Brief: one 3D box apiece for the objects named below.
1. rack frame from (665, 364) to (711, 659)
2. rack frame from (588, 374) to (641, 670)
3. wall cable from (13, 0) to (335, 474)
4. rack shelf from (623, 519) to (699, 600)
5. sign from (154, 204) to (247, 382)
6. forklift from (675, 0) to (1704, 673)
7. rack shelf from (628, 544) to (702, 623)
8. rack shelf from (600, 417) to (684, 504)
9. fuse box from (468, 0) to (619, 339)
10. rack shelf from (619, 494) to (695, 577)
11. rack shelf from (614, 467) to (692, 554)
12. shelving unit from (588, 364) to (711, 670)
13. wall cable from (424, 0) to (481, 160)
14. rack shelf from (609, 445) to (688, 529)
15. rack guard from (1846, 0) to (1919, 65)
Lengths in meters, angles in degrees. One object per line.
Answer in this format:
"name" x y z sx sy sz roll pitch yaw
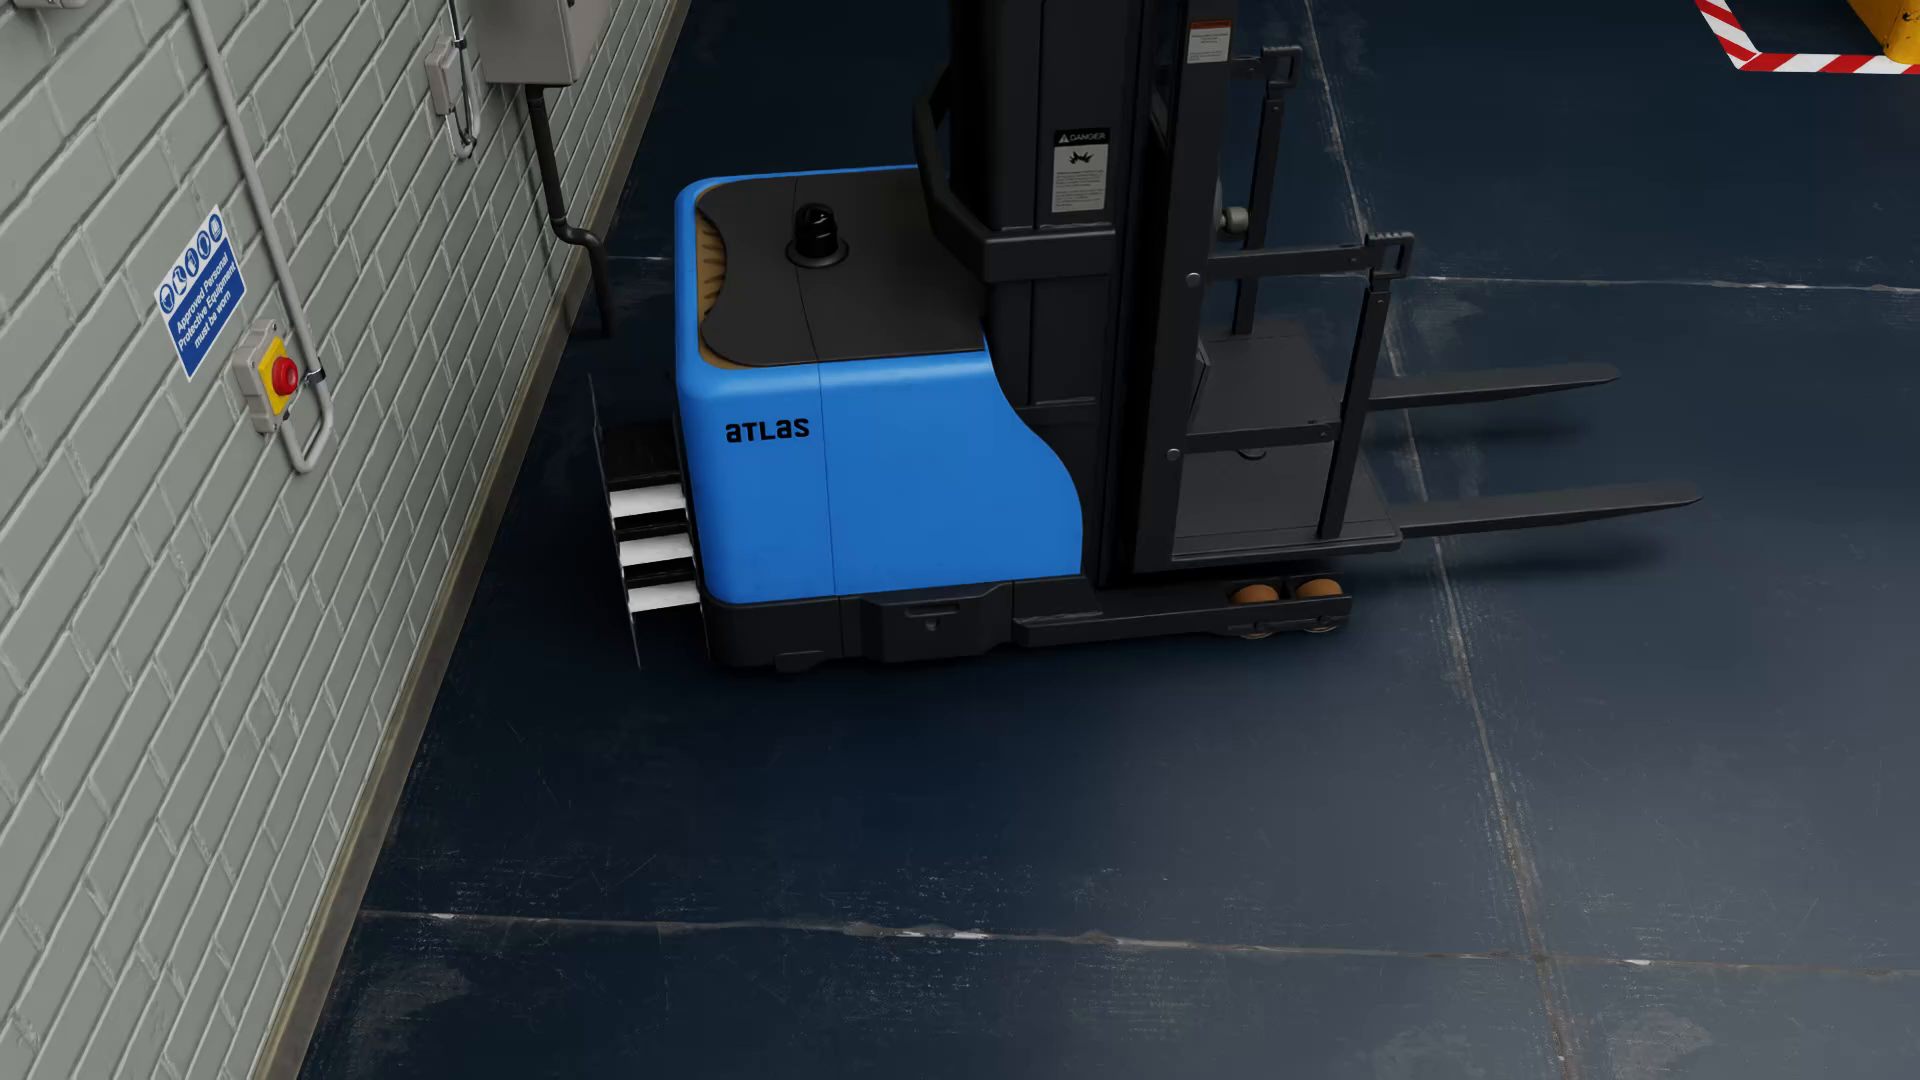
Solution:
"rack frame" -0.758 -0.060 4.654 0.006 0.900 0.240 -8 44 -9
"rack frame" -0.957 -0.031 4.623 0.006 0.900 0.240 -8 44 -9
"wall cable" -1.482 -0.822 3.163 0.123 1.953 0.585 2 43 2
"rack shelf" -0.857 0.045 4.723 0.200 0.077 0.258 -8 44 -9
"sign" -1.545 -0.506 3.395 0.001 0.218 0.327 2 43 2
"forklift" 0.724 -1.134 4.317 3.031 2.935 1.130 -5 43 -5
"rack shelf" -0.857 0.110 4.784 0.200 0.077 0.258 -8 44 -9
"rack shelf" -0.857 -0.219 4.477 0.200 0.077 0.258 -8 44 -9
"fuse box" -1.242 -1.393 5.490 0.414 1.711 0.539 2 43 2
"rack shelf" -0.857 -0.021 4.661 0.200 0.077 0.258 -8 44 -9
"rack shelf" -0.857 -0.087 4.600 0.200 0.077 0.258 -8 44 -9
"shelving unit" -0.857 -0.046 4.639 0.210 0.900 0.258 -8 44 -9
"wall cable" -1.430 -1.776 4.211 0.122 1.984 0.588 2 43 2
"rack shelf" -0.857 -0.153 4.539 0.200 0.077 0.258 -8 44 -9
"rack guard" 4.448 -2.744 7.829 0.348 0.500 1.175 2 43 2
